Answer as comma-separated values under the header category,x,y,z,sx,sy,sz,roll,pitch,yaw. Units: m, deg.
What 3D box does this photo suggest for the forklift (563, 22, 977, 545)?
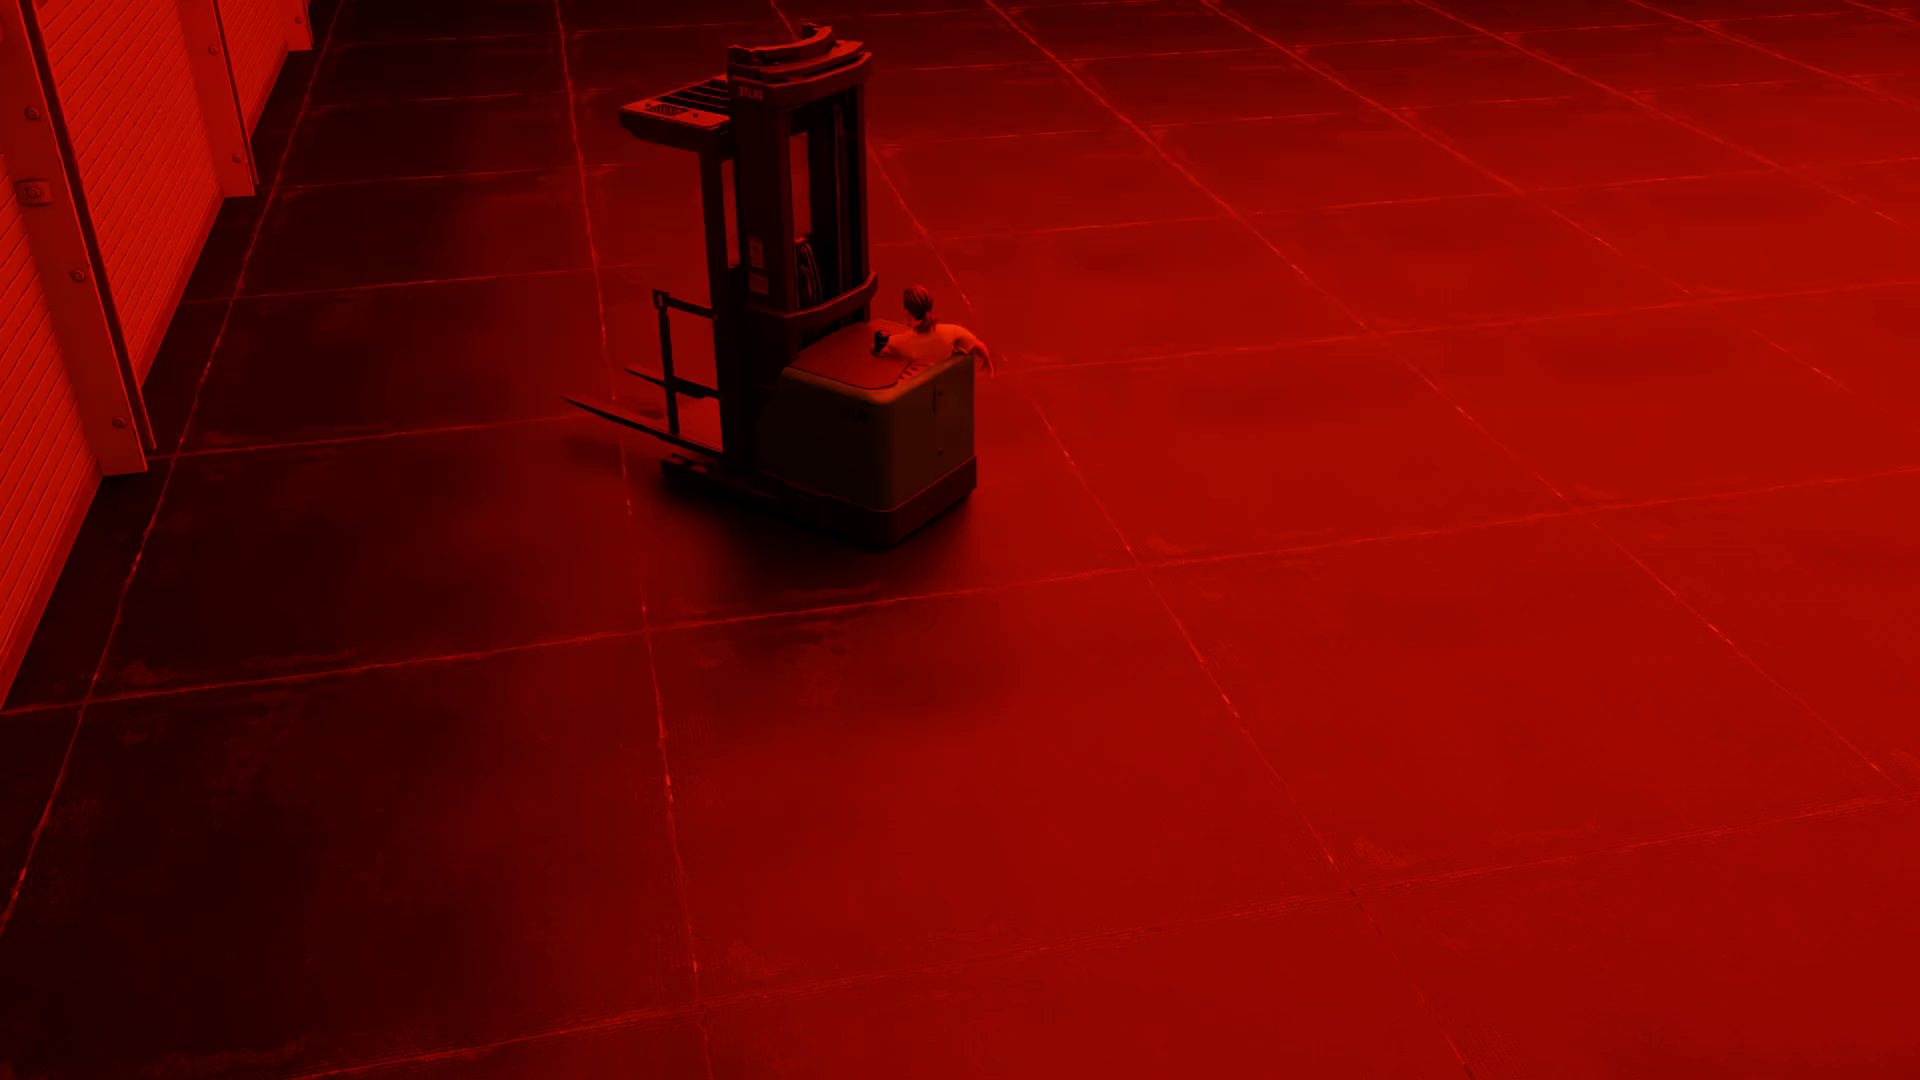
category,x,y,z,sx,sy,sz,roll,pitch,yaw
forklift,-1.391,-1.800,10.683,3.031,2.935,1.130,19,35,30

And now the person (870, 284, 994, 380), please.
category,x,y,z,sx,sy,sz,roll,pitch,yaw
person,-0.221,-0.977,10.709,0.874,1.549,0.716,-12,32,-20
